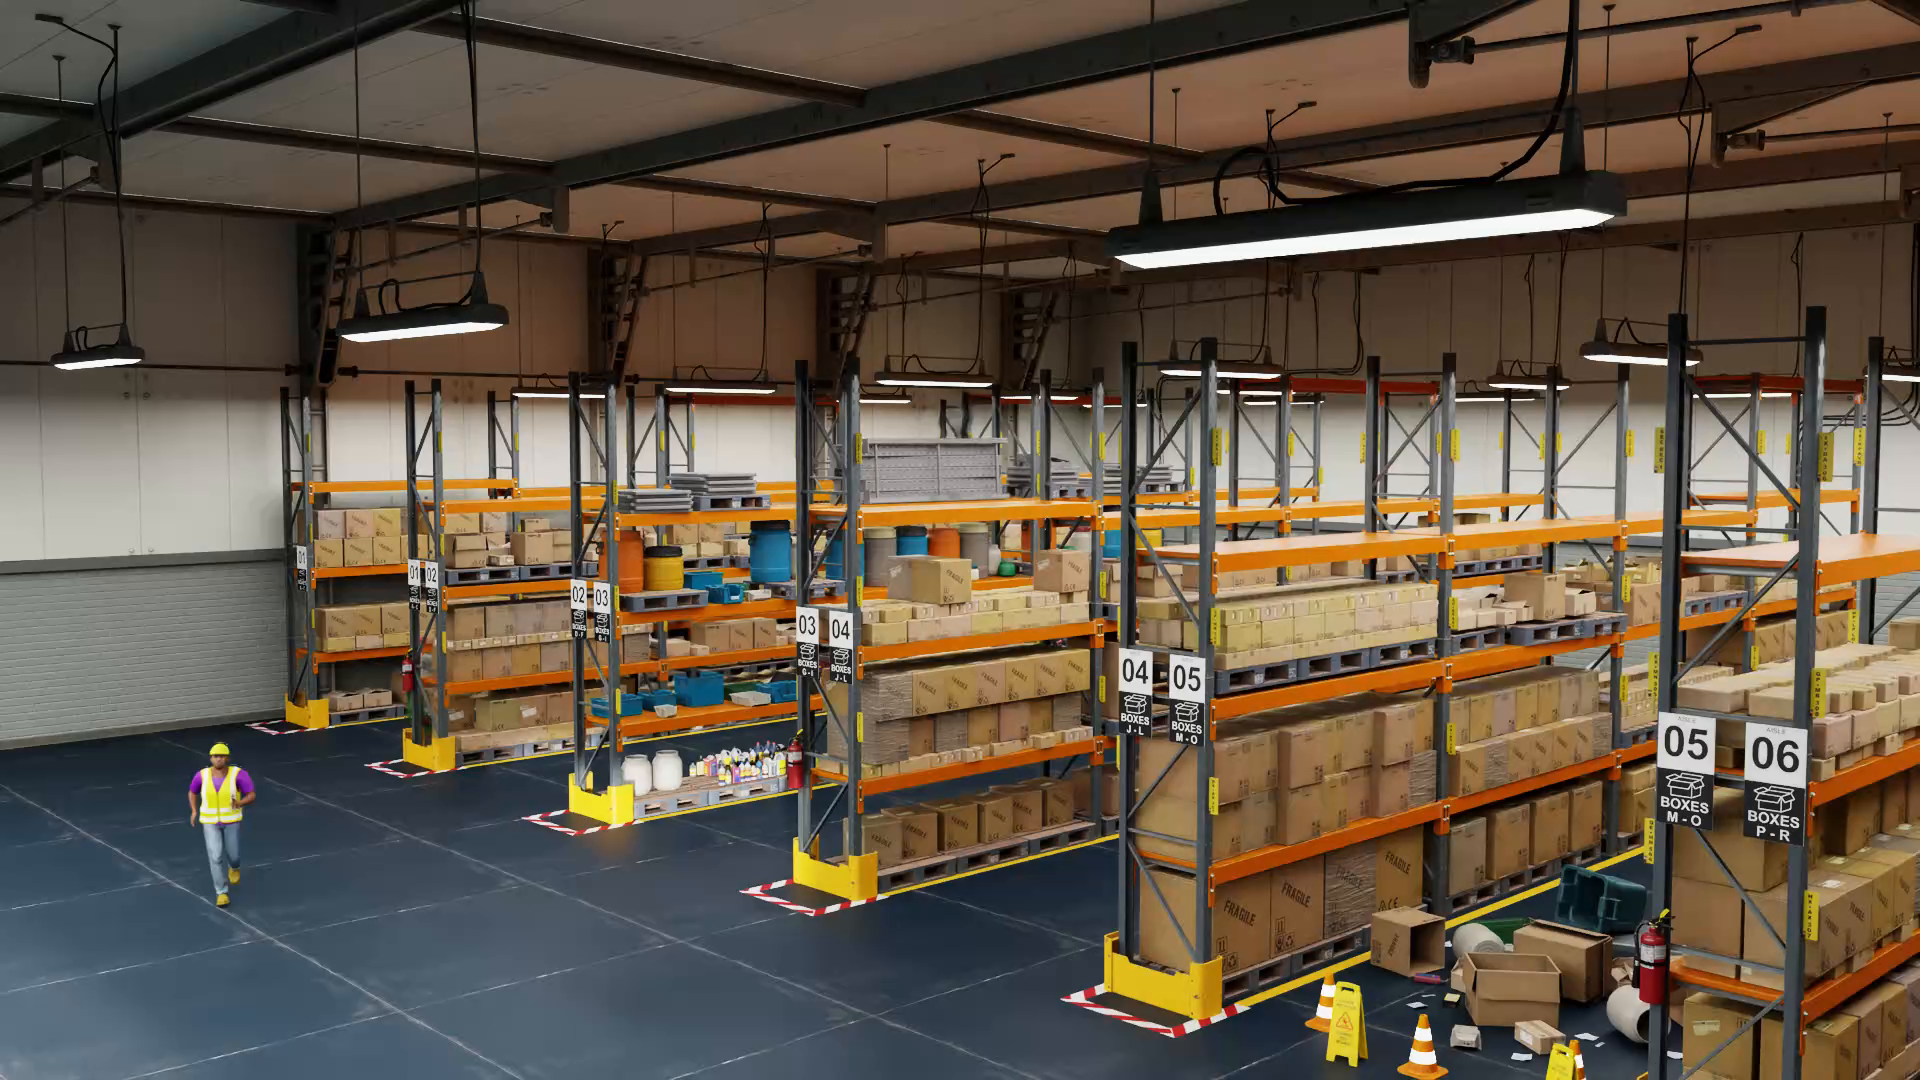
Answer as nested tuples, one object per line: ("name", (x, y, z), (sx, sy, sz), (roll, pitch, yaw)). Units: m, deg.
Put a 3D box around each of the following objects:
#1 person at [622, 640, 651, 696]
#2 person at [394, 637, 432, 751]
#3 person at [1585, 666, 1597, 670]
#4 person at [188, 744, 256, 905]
("person", (-6.050, 2.319, 30.945), (0.551, 1.724, 0.665), (-3, 5, -43))
("person", (-8.974, 2.503, 27.452), (0.638, 1.835, 0.768), (2, 4, 33))
("person", (9.423, 2.726, 24.705), (0.665, 1.736, 0.703), (-3, 5, -38))
("person", (-8.172, 3.110, 18.422), (0.705, 1.742, 0.831), (-1, 4, -18))
